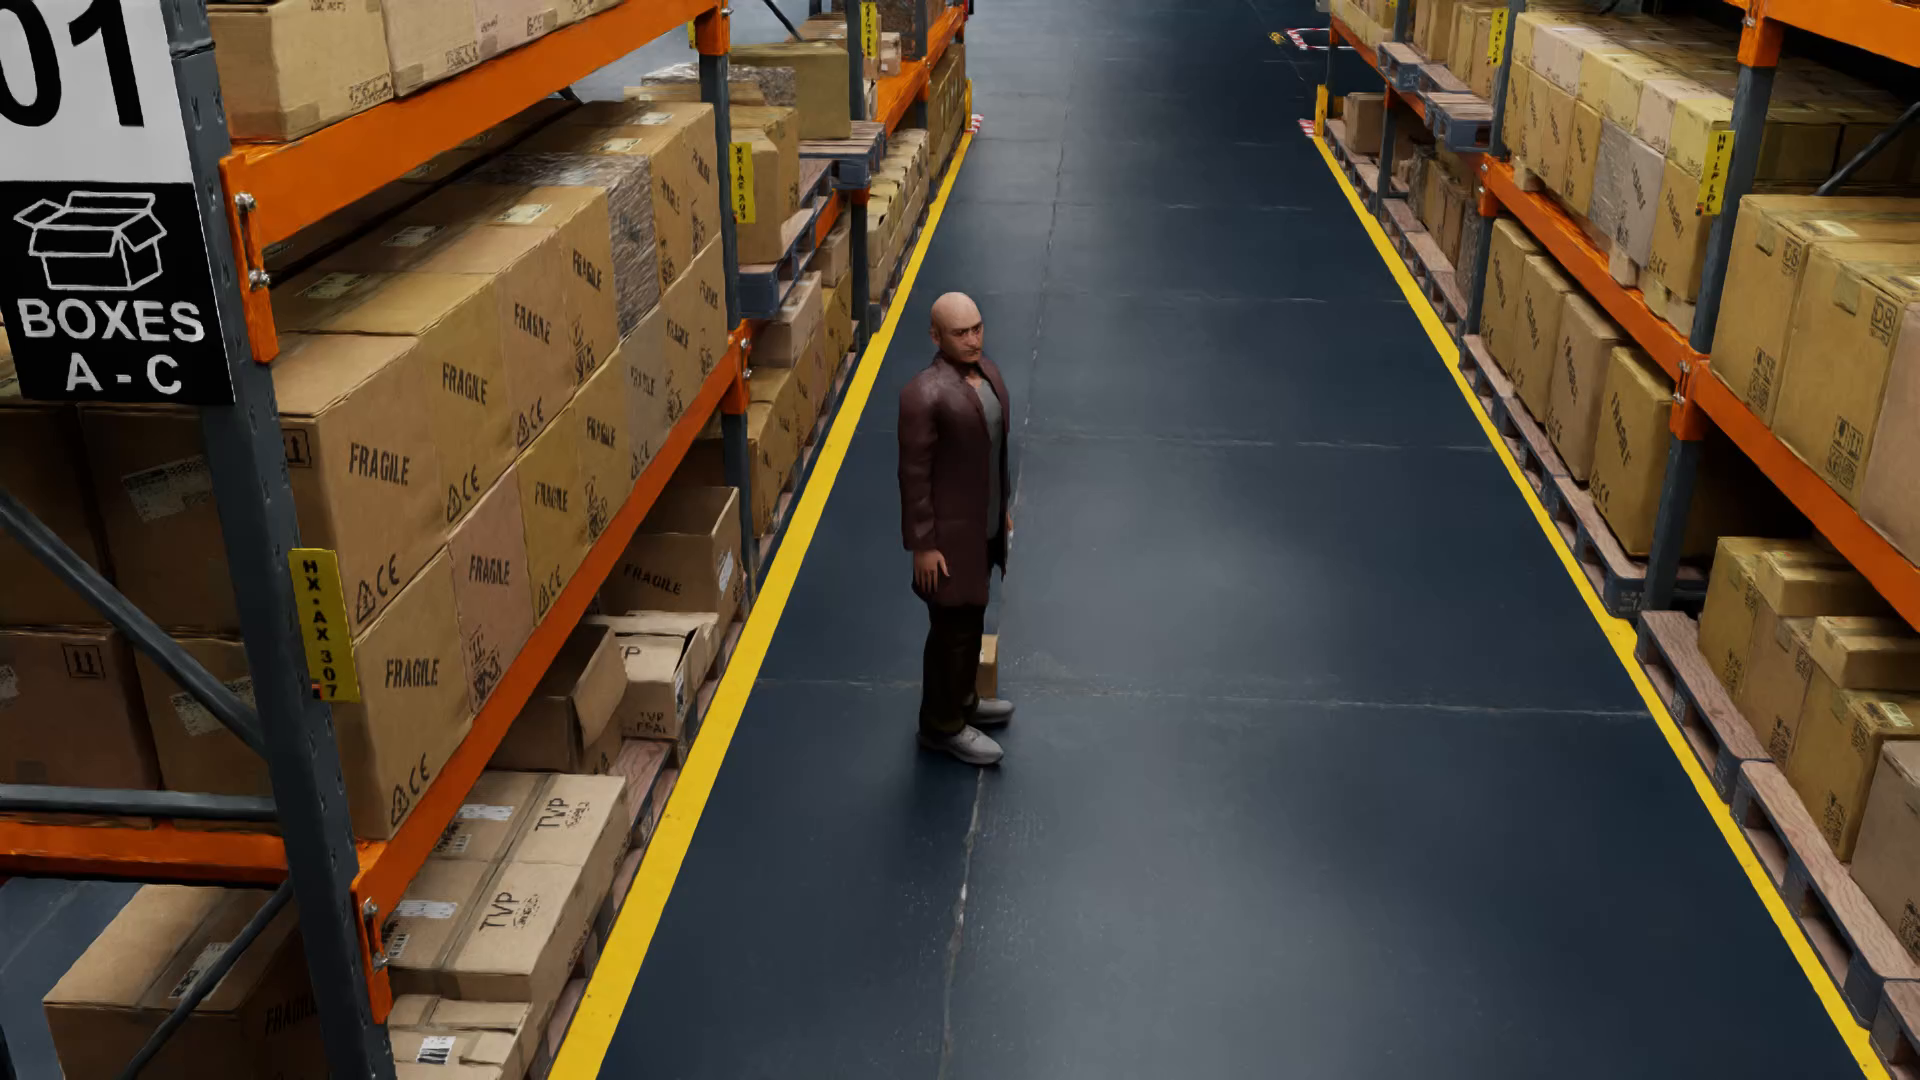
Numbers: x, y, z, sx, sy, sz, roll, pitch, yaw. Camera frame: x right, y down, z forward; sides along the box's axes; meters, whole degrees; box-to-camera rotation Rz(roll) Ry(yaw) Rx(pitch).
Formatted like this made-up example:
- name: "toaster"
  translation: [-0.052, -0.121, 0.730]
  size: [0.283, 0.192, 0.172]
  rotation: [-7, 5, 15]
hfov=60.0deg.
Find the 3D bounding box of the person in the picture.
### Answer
- name: "person"
  translation: [0.036, -0.050, 6.177]
  size: [0.437, 1.780, 0.674]
  rotation: [12, 27, 25]
